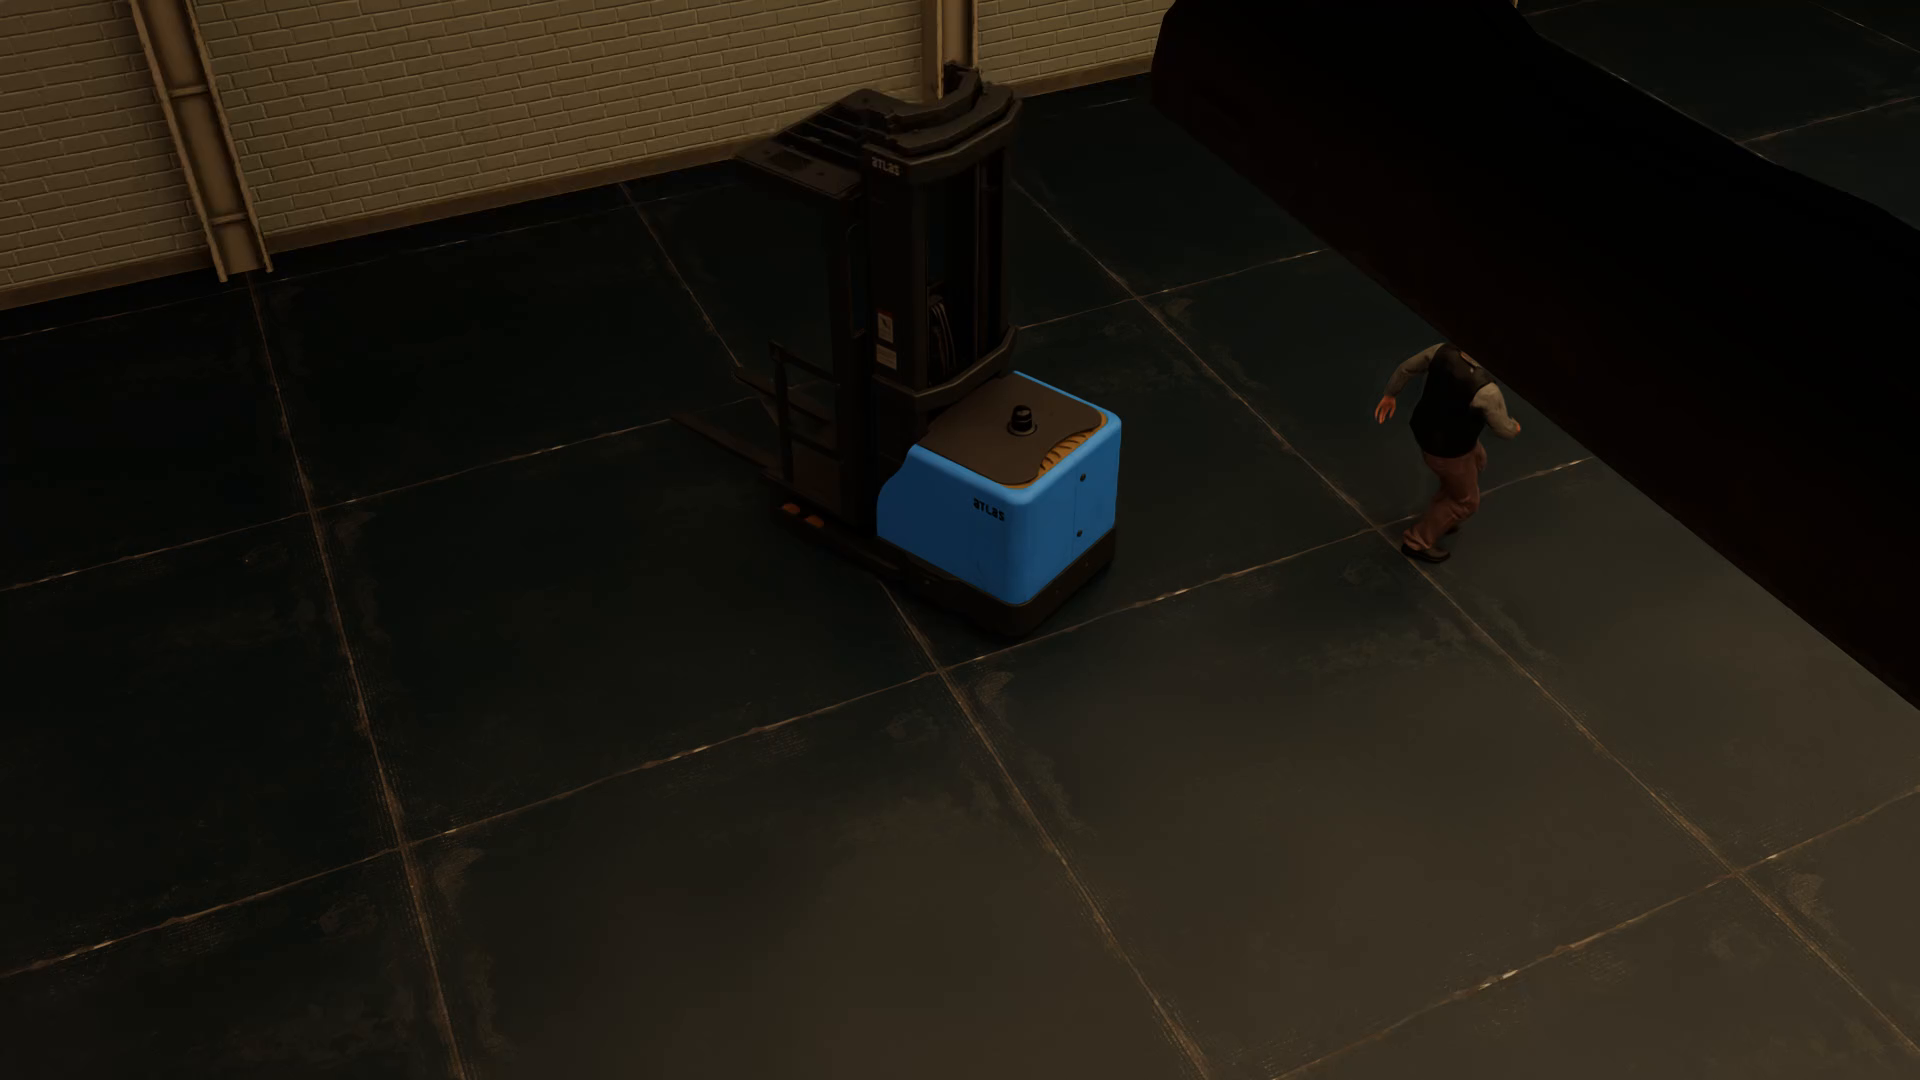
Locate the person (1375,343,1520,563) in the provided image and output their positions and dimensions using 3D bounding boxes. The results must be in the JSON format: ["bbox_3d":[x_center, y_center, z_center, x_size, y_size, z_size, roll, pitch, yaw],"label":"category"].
[{"bbox_3d":[2.877,-0.583,9.748,0.746,1.700,0.655,-6,40,-7],"label":"person"}]

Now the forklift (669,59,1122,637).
[{"bbox_3d":[-0.530,-1.351,9.636,3.031,2.935,1.130,27,47,28],"label":"forklift"}]
